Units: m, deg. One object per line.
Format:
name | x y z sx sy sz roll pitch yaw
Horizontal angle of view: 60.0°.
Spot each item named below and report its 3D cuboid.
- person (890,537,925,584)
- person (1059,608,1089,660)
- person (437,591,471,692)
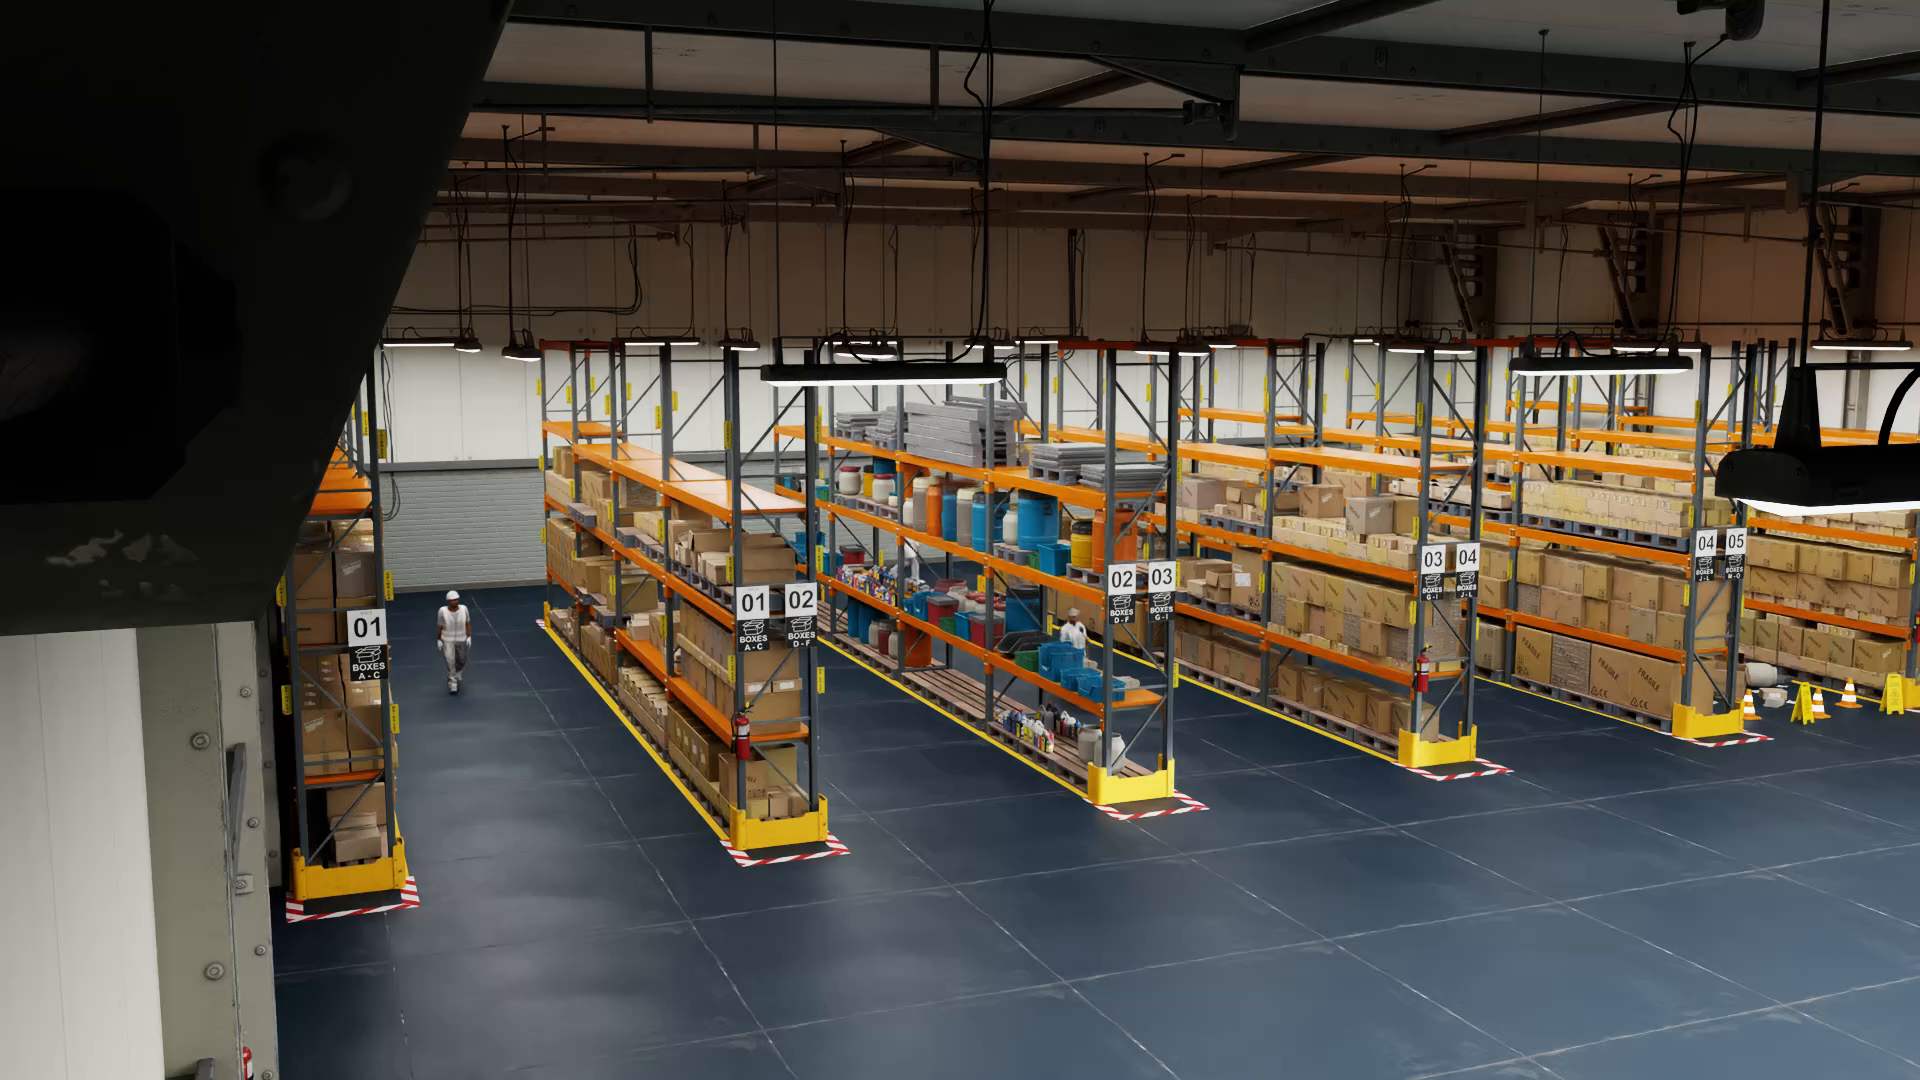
person | -1.264 0.183 40.509 0.931 1.749 0.545 2 8 15
person | 1.920 1.835 27.487 0.443 1.448 1.058 -4 8 -28
person | -8.782 1.719 28.860 0.571 1.740 1.009 -4 8 -25
